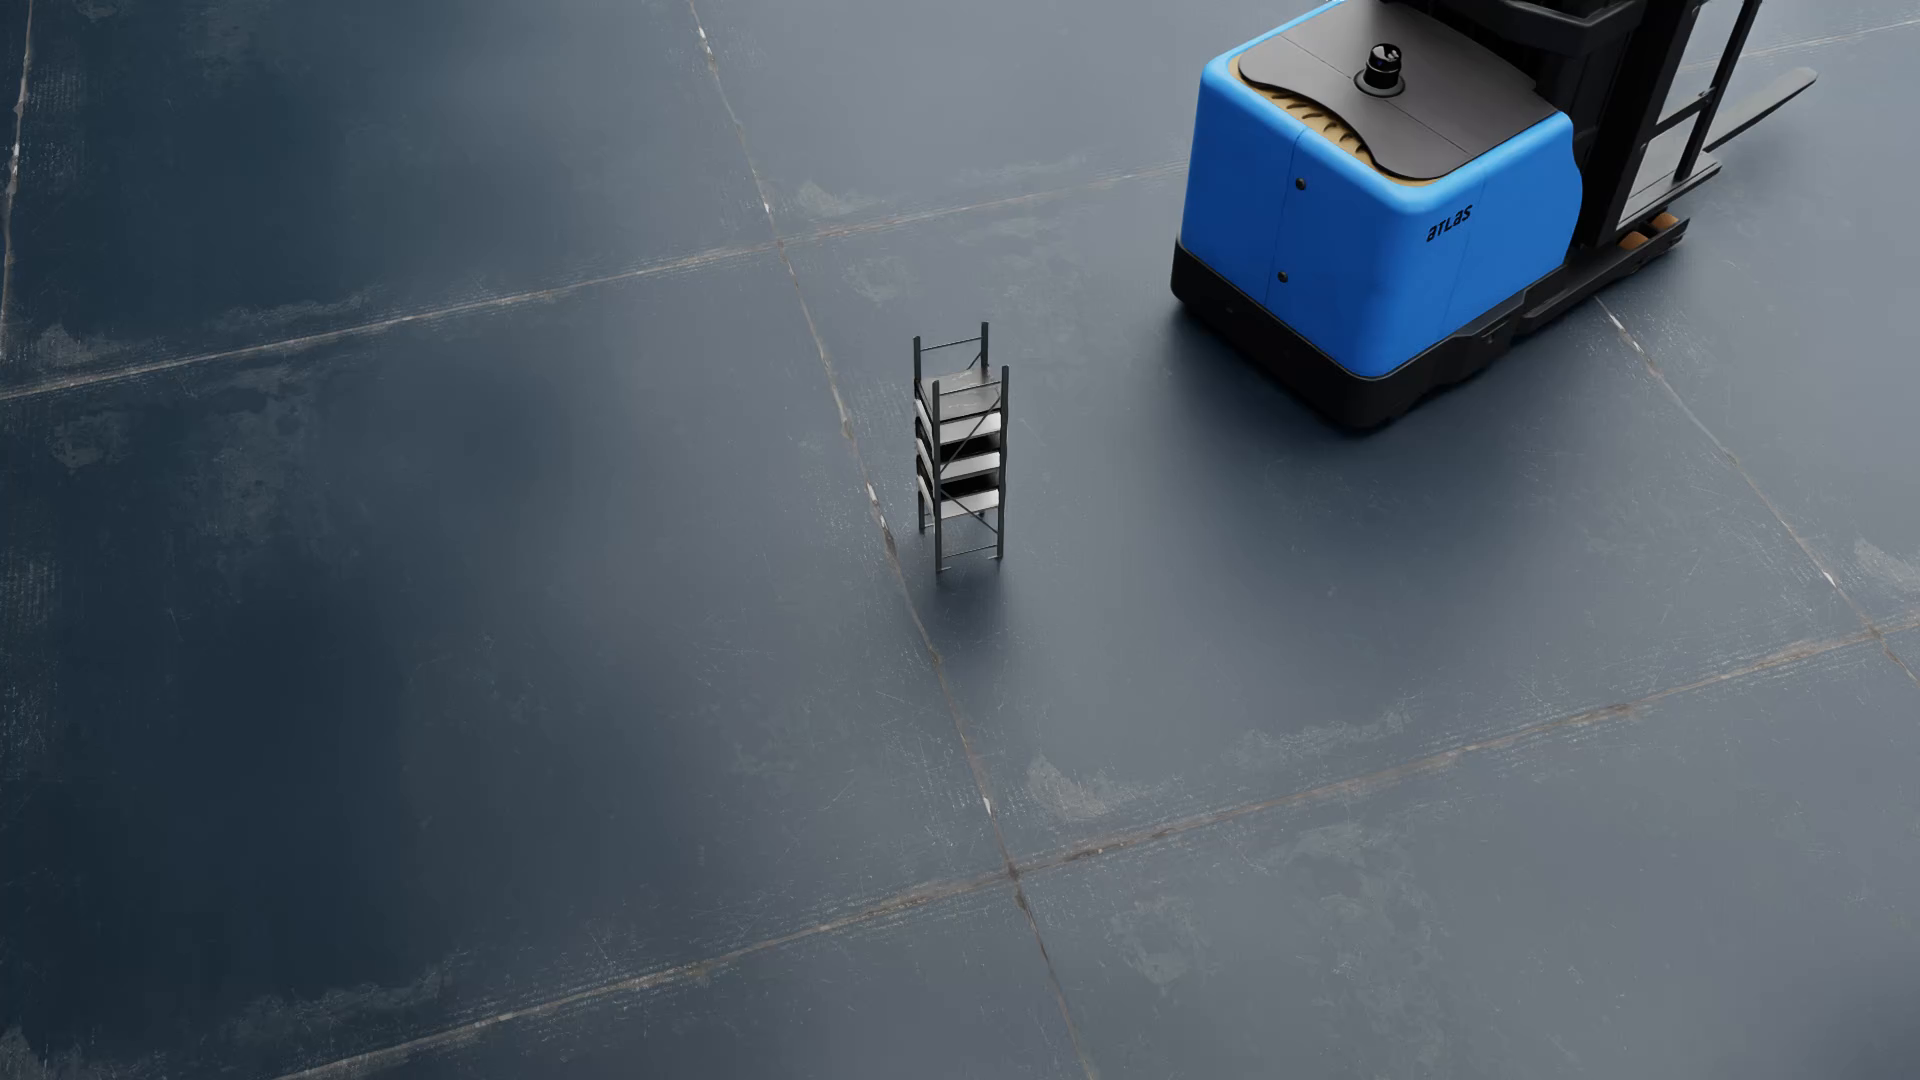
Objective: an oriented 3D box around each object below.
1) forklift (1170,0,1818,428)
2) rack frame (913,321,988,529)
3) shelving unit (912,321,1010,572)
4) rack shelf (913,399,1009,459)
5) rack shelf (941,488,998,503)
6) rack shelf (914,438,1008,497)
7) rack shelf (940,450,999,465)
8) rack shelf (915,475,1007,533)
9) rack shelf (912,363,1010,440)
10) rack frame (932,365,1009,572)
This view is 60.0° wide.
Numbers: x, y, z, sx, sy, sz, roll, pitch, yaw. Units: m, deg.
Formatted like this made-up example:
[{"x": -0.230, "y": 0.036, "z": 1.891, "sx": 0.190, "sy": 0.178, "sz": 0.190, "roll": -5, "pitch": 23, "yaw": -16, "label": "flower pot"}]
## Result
[{"x": 2.294, "y": -2.297, "z": 5.770, "sx": 3.031, "sy": 2.935, "sz": 1.130, "roll": -31, "pitch": 56, "yaw": -23, "label": "forklift"}, {"x": -0.028, "y": -0.358, "z": 5.464, "sx": 0.240, "sy": 0.900, "sz": 0.006, "roll": -13, "pitch": 51, "yaw": -11, "label": "rack frame"}, {"x": 0.002, "y": -0.284, "z": 5.401, "sx": 0.258, "sy": 0.900, "sz": 0.210, "roll": -13, "pitch": 51, "yaw": -11, "label": "shelving unit"}, {"x": 0.002, "y": -0.379, "z": 5.289, "sx": 0.258, "sy": 0.077, "sz": 0.200, "roll": -13, "pitch": 51, "yaw": -11, "label": "rack shelf"}, {"x": 0.002, "y": -0.214, "z": 5.484, "sx": 0.199, "sy": 0.015, "sz": 0.184, "roll": -13, "pitch": 51, "yaw": -11, "label": "rack shelf"}, {"x": 0.002, "y": -0.263, "z": 5.426, "sx": 0.258, "sy": 0.077, "sz": 0.200, "roll": -13, "pitch": 51, "yaw": -11, "label": "rack shelf"}, {"x": 0.002, "y": -0.330, "z": 5.346, "sx": 0.199, "sy": 0.015, "sz": 0.184, "roll": -13, "pitch": 51, "yaw": -11, "label": "rack shelf"}, {"x": 0.002, "y": -0.147, "z": 5.564, "sx": 0.258, "sy": 0.077, "sz": 0.200, "roll": -13, "pitch": 51, "yaw": -11, "label": "rack shelf"}, {"x": 0.002, "y": -0.437, "z": 5.220, "sx": 0.258, "sy": 0.077, "sz": 0.200, "roll": -13, "pitch": 51, "yaw": -11, "label": "rack shelf"}, {"x": 0.032, "y": -0.210, "z": 5.338, "sx": 0.240, "sy": 0.900, "sz": 0.006, "roll": -13, "pitch": 51, "yaw": -11, "label": "rack frame"}]
